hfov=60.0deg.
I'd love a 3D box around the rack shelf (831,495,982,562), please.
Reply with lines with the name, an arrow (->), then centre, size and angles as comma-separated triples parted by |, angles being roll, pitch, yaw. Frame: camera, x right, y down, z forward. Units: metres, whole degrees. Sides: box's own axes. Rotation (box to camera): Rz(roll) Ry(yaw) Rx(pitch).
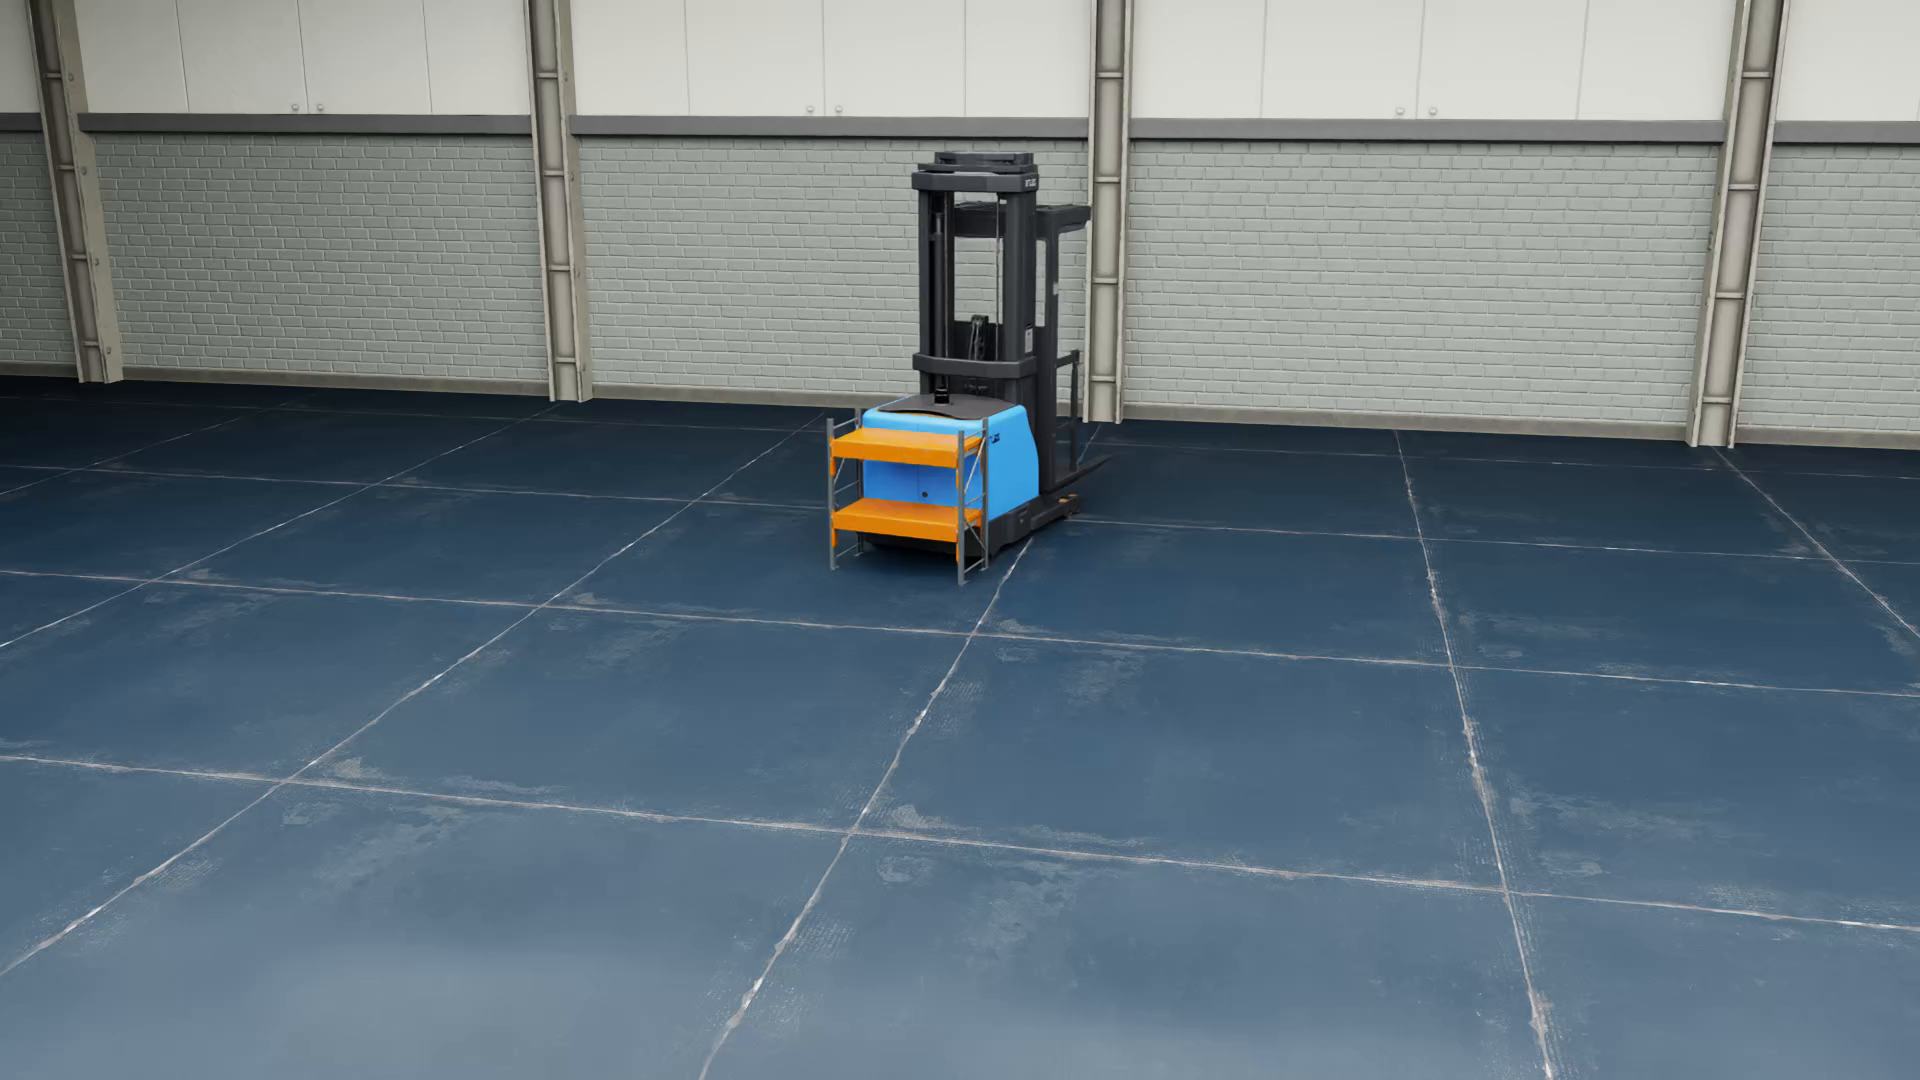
rack shelf -> -0.374, -0.094, 12.141 | 1.000, 0.278, 0.538 | 6, 17, 22

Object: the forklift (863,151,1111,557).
forklift -> 0.371, -1.633, 13.397 | 1.130, 2.935, 3.031 | 8, 17, 26

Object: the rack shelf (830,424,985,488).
rack shelf -> -0.374, -0.612, 11.998 | 1.000, 0.278, 0.538 | 6, 17, 22

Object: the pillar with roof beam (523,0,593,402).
pillar with roof beam -> -5.227, -4.795, 13.447 | 0.400, 9.000, 9.100 | 3, 16, 11

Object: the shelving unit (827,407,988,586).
shelving unit -> -0.374, -0.330, 12.076 | 1.048, 1.125, 0.538 | 6, 17, 22

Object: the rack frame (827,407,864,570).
rack frame -> -0.843, -0.382, 12.265 | 0.032, 1.125, 0.500 | 6, 17, 22

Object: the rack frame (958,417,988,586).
rack frame -> 0.095, -0.277, 11.887 | 0.032, 1.125, 0.500 | 6, 17, 22

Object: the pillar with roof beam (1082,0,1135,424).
pillar with roof beam -> 0.653, -4.476, 12.294 | 0.400, 9.000, 9.100 | 3, 16, 11

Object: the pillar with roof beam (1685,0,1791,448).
pillar with roof beam -> 6.532, -4.157, 11.142 | 0.400, 9.000, 9.100 | 3, 16, 11

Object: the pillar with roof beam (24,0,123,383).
pillar with roof beam -> -11.107, -5.115, 14.599 | 0.400, 9.000, 9.100 | 3, 16, 11
